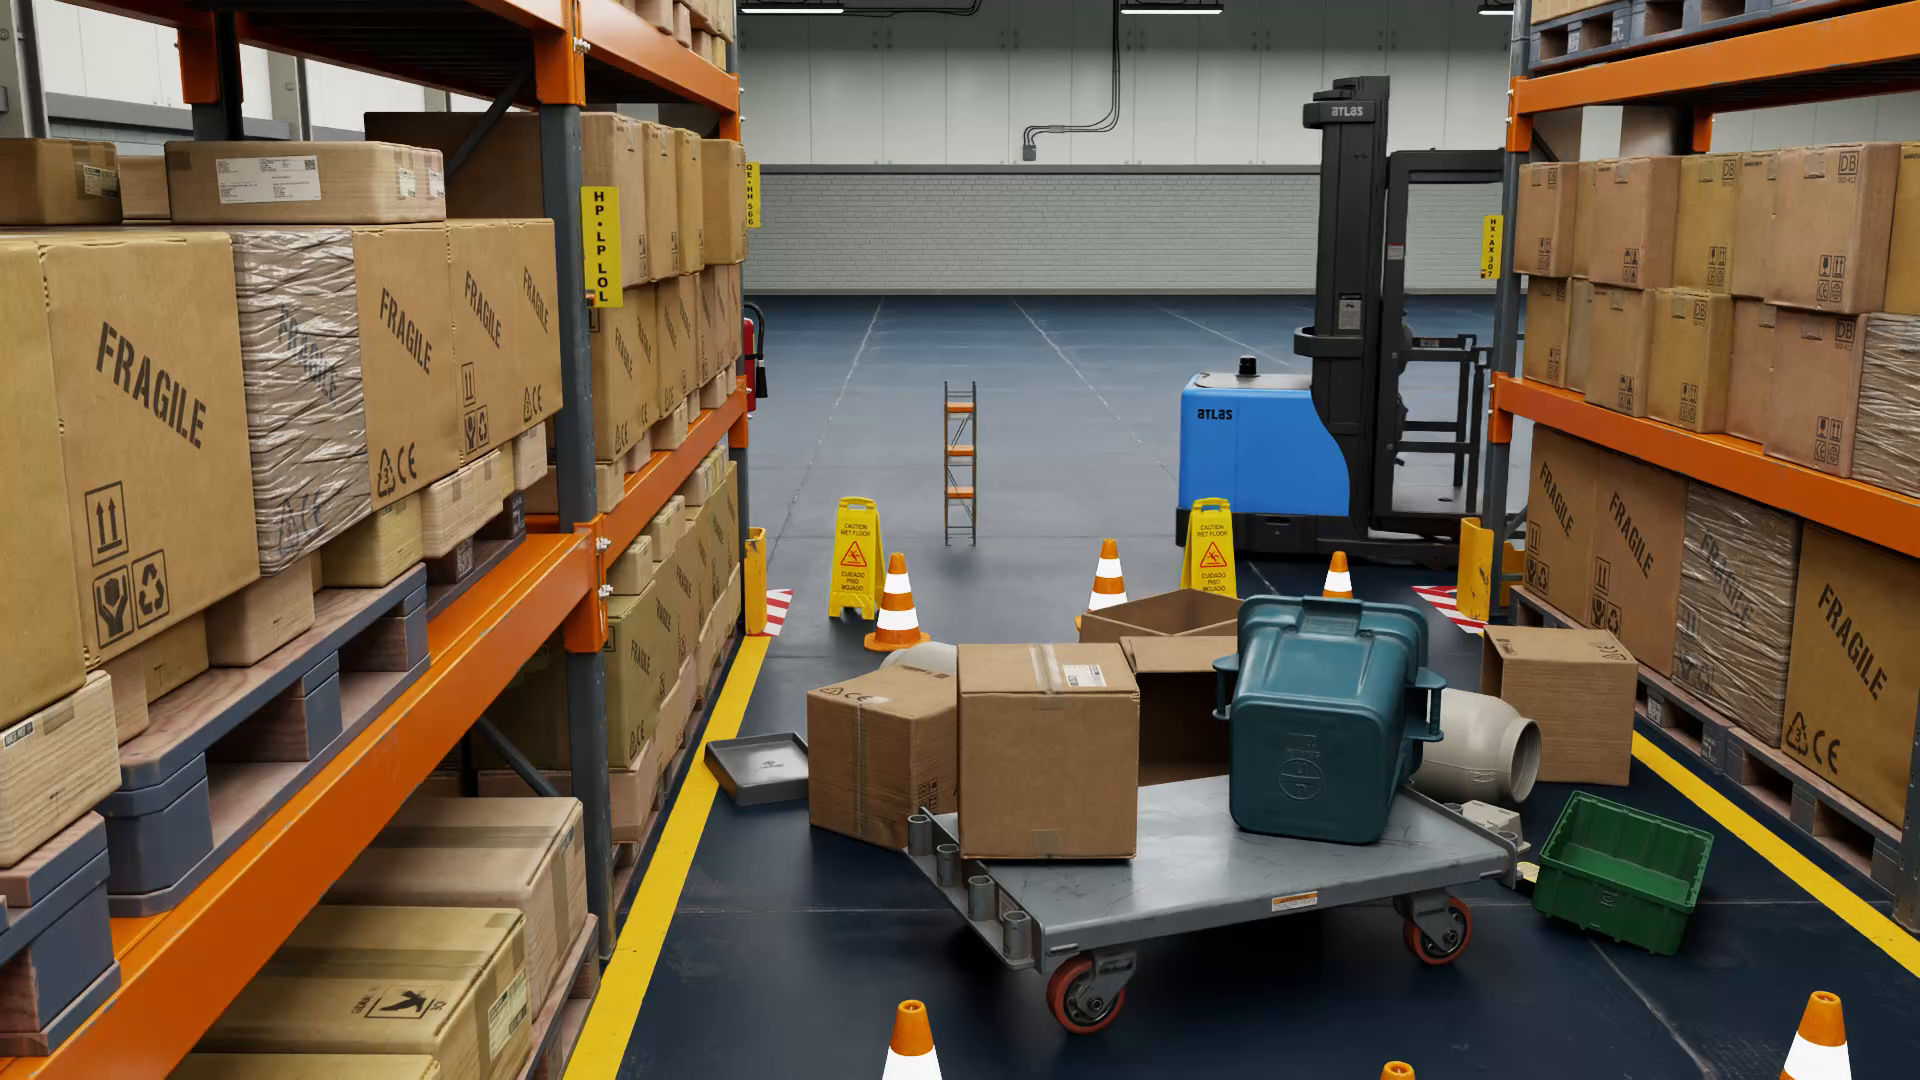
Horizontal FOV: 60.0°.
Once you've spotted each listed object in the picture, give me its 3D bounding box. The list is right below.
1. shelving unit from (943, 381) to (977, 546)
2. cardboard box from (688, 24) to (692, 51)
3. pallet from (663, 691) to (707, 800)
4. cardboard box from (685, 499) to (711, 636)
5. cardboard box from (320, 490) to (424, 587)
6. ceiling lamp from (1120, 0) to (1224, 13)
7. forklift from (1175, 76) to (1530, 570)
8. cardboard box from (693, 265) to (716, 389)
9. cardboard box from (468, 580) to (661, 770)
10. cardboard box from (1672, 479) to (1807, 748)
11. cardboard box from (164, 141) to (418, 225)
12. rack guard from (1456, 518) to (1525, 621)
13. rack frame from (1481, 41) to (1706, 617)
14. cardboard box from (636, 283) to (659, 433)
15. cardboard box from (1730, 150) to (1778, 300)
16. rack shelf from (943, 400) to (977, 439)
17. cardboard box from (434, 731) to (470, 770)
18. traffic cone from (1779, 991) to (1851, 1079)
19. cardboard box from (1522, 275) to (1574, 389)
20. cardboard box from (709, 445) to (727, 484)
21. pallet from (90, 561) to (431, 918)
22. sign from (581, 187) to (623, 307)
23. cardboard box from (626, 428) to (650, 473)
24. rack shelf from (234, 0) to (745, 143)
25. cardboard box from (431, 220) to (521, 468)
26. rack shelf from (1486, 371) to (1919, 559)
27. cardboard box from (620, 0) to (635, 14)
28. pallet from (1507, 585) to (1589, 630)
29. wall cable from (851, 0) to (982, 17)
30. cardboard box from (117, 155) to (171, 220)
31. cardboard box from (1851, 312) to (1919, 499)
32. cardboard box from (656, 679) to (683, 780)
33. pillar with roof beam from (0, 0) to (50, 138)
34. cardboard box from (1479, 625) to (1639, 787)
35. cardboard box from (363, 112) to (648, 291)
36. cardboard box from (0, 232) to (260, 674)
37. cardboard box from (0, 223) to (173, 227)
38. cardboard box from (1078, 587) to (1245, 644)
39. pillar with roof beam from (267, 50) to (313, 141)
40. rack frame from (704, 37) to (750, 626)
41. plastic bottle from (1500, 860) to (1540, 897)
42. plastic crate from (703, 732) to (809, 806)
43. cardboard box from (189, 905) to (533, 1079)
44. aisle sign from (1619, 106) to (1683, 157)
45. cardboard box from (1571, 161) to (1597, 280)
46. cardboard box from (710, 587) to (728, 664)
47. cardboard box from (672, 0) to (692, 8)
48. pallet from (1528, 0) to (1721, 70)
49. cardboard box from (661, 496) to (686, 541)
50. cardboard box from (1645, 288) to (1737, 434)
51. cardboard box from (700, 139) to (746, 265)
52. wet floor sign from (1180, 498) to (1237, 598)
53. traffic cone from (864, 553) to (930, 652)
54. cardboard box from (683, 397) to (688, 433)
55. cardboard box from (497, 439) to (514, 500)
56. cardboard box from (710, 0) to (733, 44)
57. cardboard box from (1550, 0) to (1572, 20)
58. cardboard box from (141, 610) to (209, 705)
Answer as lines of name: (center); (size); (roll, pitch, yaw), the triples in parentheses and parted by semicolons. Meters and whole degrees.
shelving unit: (0.001, -0.504, 10.902); (0.215, 1.050, 0.252); (0, 11, -1)
cardboard box: (-1.330, -2.101, 6.958); (0.380, 0.149, 0.250); (0, 11, -2)
pallet: (-1.612, 0.759, 6.786); (1.003, 0.211, 1.213); (0, 11, -1)
cardboard box: (-1.323, 0.110, 6.944); (0.500, 0.500, 0.500); (-1, 11, -2)
cardboard box: (-1.242, -0.010, 3.138); (0.380, 0.149, 0.250); (0, 11, -1)
ceiling lamp: (4.130, -11.909, 32.445); (2.000, 3.185, 0.800); (0, 11, -1)
forklift: (2.938, -1.359, 10.384); (3.031, 2.935, 1.130); (2, 12, 12)
cardboard box: (-1.318, -0.915, 7.025); (0.500, 0.500, 0.500); (0, 11, -1)
cardboard box: (-1.277, 0.425, 5.393); (0.500, 0.500, 0.500); (0, 11, 2)
cardboard box: (3.447, 0.260, 6.522); (0.875, 0.875, 0.875); (0, 11, -1)
cardboard box: (-1.243, -0.667, 3.116); (0.380, 0.149, 0.250); (-1, 11, -4)
rack guard: (3.329, 0.154, 9.043); (1.175, 0.500, 0.348); (0, 11, -1)
rack frame: (3.329, -1.066, 8.771); (1.000, 3.000, 0.127); (0, 11, -1)
cardboard box: (-1.299, -0.614, 5.541); (0.500, 0.500, 0.500); (0, 11, -1)
cardboard box: (3.438, -1.164, 6.160); (0.875, 0.550, 0.550); (0, 11, -1)
rack shelf: (0.001, -0.772, 10.848); (0.215, 0.259, 0.240); (0, 11, -1)
cardboard box: (-1.815, 0.427, 5.384); (0.500, 0.500, 0.500); (0, 11, -2)
traffic cone: (1.930, 1.245, 3.760); (0.336, 0.463, 0.334); (0, 11, -1)
cardboard box: (3.382, -1.066, 8.394); (0.875, 0.550, 0.550); (0, 11, -1)
cardboard box: (-1.265, -0.339, 7.527); (0.380, 0.149, 0.250); (0, 11, 0)
pallet: (-1.534, 0.265, 2.691); (1.003, 0.211, 1.213); (0, 11, -1)
sign: (-0.980, -0.801, 4.552); (0.100, 0.325, 0.005); (0, 11, -1)
cardboard box: (-1.284, -0.324, 5.742); (0.380, 0.149, 0.250); (0, 11, 1)
rack shelf: (-1.576, -1.746, 6.386); (1.077, 0.370, 4.000); (0, 11, -1)
cardboard box: (-1.284, -0.442, 3.638); (0.500, 0.500, 0.500); (0, 11, -1)
rack shelf: (3.371, -0.316, 6.883); (1.077, 0.370, 4.000); (0, 11, -1)
cardboard box: (-1.321, -1.845, 5.696); (0.380, 0.149, 0.250); (-1, 11, -3)
pallet: (3.424, 0.459, 8.267); (1.003, 0.211, 1.213); (0, 11, -1)
wall cable: (-1.027, -13.564, 38.951); (3.097, 2.526, 0.112); (0, 11, -1)
cardboard box: (-1.879, -0.854, 4.039); (0.380, 0.149, 0.250); (0, 11, -1)
cardboard box: (3.392, -0.418, 5.198); (0.875, 0.550, 0.550); (0, 11, -1)
cardboard box: (-1.299, 0.686, 5.991); (0.500, 0.250, 0.500); (0, 11, 2)
pillar with roof beam: (-3.287, -5.013, 13.137); (9.100, 9.000, 0.400); (0, 11, -1)
cardboard box: (2.354, 0.648, 6.601); (0.500, 0.500, 0.500); (2, 12, 9)
cardboard box: (-1.327, -1.004, 4.949); (0.700, 0.500, 0.500); (0, 11, -2)
cardboard box: (-1.266, -0.136, 2.128); (0.500, 0.500, 0.500); (0, 11, 0)
cardboard box: (-1.804, -0.339, 3.131); (0.500, 0.500, 0.500); (0, 11, -1)
cardboard box: (0.950, 0.536, 7.151); (0.797, 0.503, 0.637); (-10, 15, -40)
pillar with roof beam: (-3.411, -6.206, 19.016); (9.100, 9.000, 0.400); (0, 11, -1)
rack frame: (-1.617, -1.026, 8.572); (1.000, 3.000, 0.127); (0, 11, -1)
plastic bottle: (1.897, 1.120, 5.384); (0.133, 0.061, 0.283); (-7, 13, -30)
plastic crate: (-0.747, 0.885, 6.498); (0.402, 0.080, 0.583); (-4, 12, -21)
cardboard box: (-1.503, 1.098, 3.654); (0.950, 0.372, 0.625); (0, 11, 2)
aisle sign: (3.628, -2.356, 8.588); (0.394, 0.787, 0.004); (0, 11, -1)
cardboard box: (3.402, -1.486, 7.748); (0.875, 0.550, 0.550); (0, 11, -1)
cardboard box: (-1.329, 0.378, 7.509); (0.500, 0.250, 0.500); (0, 11, -1)
cardboard box: (-1.300, -2.164, 6.267); (0.500, 0.250, 0.500); (0, 11, -1)
pallet: (3.355, -2.346, 7.755); (1.003, 0.211, 1.213); (0, 11, -1)
cardboard box: (-1.241, -0.074, 6.220); (0.380, 0.149, 0.250); (0, 11, 2)
cardboard box: (3.354, -0.740, 6.786); (0.875, 0.550, 0.500); (0, 11, -1)
cardboard box: (-1.272, -1.409, 6.943); (0.700, 0.500, 0.500); (0, 11, -2)
wet floor sign: (1.349, 0.090, 8.994); (0.267, 0.644, 0.232); (-2, 12, -11)
traffic cone: (-0.319, 0.297, 8.429); (0.336, 0.463, 0.334); (0, 11, -1)
cardboard box: (-1.271, -0.476, 6.493); (0.380, 0.149, 0.250); (0, 11, -1)
cardboard box: (-1.260, -0.160, 3.879); (0.380, 0.149, 0.250); (-1, 11, -3)
cardboard box: (-1.337, -2.468, 7.763); (0.500, 0.250, 0.500); (0, 11, -2)
cardboard box: (3.022, -2.548, 7.854); (0.380, 0.149, 0.250); (0, 11, -1)
cardboard box: (-1.318, 0.147, 2.366); (0.380, 0.149, 0.250); (0, 11, 1)
